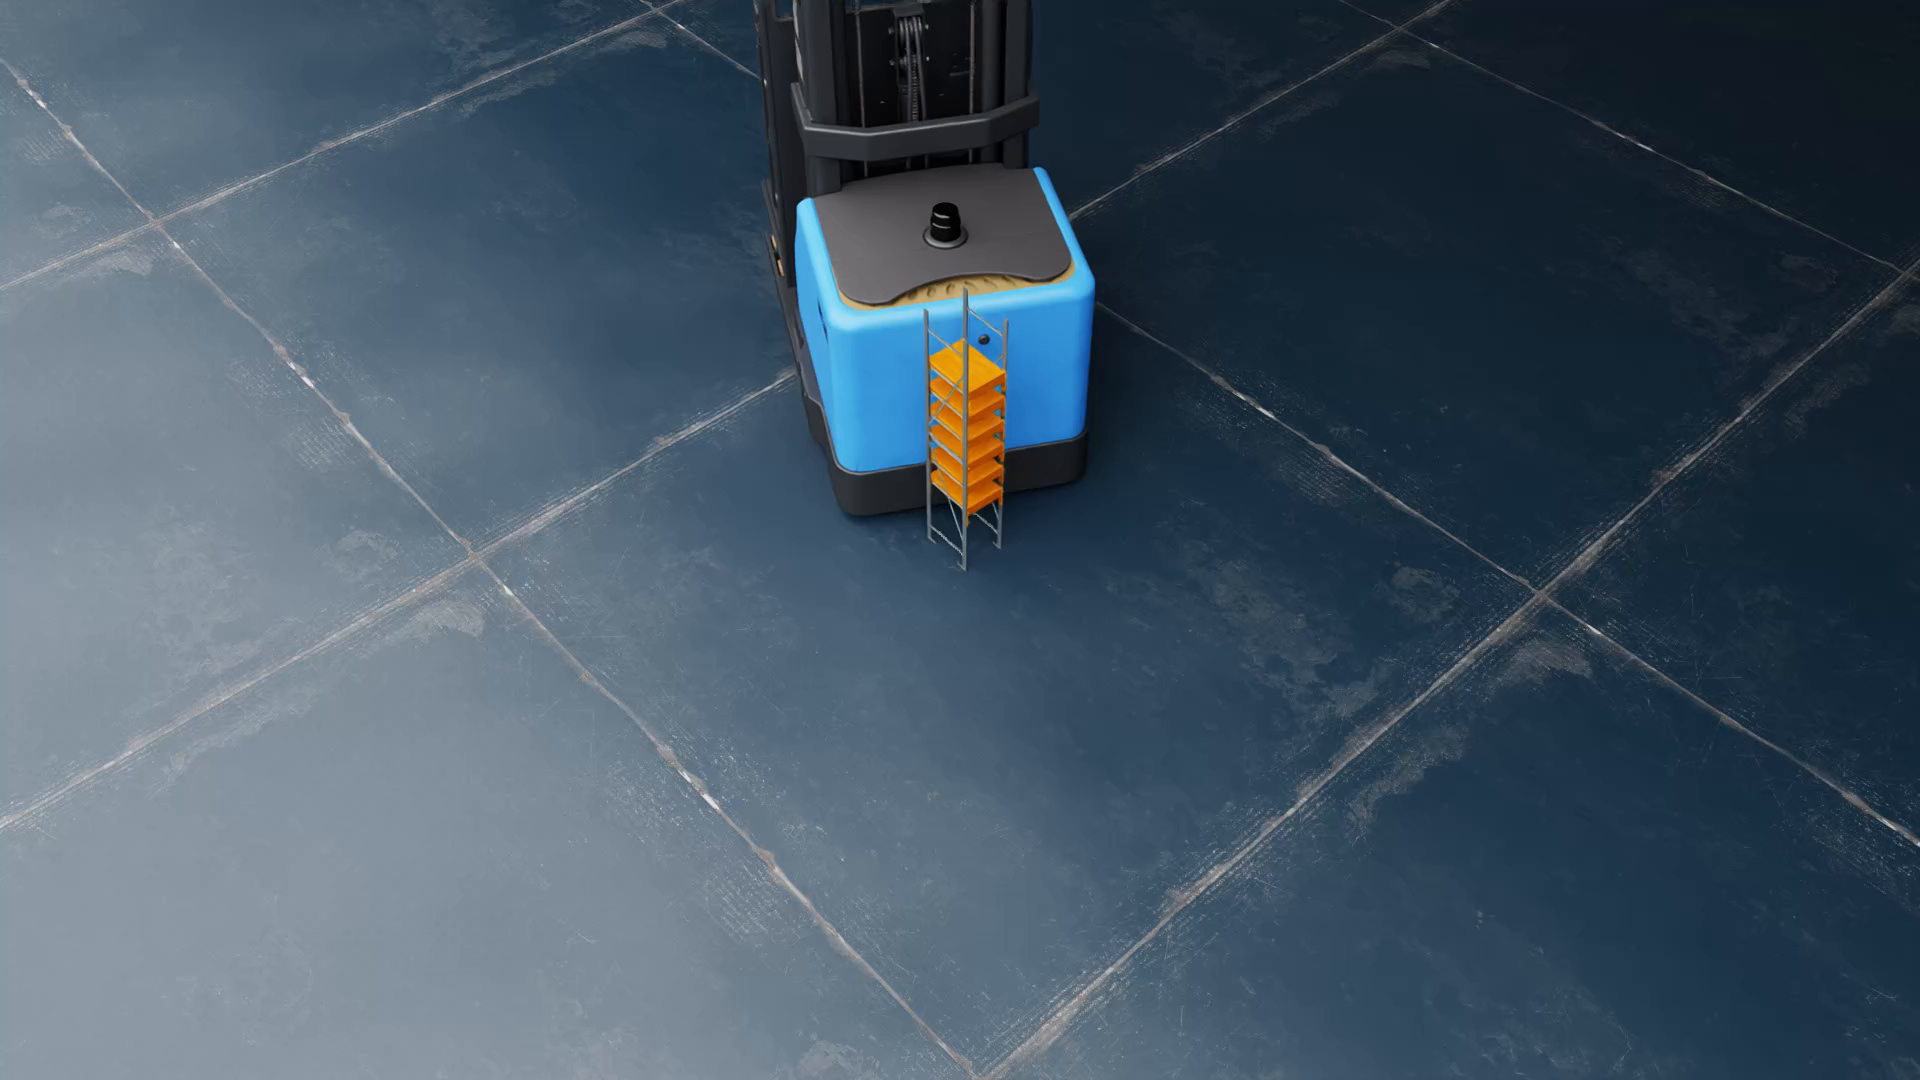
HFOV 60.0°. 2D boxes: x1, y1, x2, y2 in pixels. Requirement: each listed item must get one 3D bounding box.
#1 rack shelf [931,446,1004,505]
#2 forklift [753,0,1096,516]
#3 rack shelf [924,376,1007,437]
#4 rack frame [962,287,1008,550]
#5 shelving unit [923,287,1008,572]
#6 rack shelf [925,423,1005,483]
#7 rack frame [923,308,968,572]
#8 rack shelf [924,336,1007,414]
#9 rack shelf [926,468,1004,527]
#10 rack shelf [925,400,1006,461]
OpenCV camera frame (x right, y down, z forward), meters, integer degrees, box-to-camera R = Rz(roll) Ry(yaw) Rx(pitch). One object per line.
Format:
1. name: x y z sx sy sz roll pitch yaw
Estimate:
1. rack shelf: 0.019 -0.279 6.414 0.180 0.103 0.258 -32 55 -26
2. forklift: -0.304 -2.197 6.783 1.130 2.935 3.031 -10 48 -9
3. rack shelf: 0.020 -0.522 6.148 0.180 0.103 0.258 -32 55 -26
4. rack frame: 0.089 -0.433 6.332 0.006 1.200 0.240 -32 55 -26
5. shelving unit: 0.019 -0.390 6.292 0.189 1.200 0.258 -32 55 -26
6. rack shelf: 0.019 -0.360 6.325 0.180 0.103 0.258 -32 55 -26
7. rack frame: -0.051 -0.347 6.252 0.006 1.200 0.240 -32 55 -26
8. rack shelf: 0.020 -0.603 6.059 0.180 0.103 0.258 -32 55 -26
9. rack shelf: 0.019 -0.198 6.502 0.180 0.103 0.258 -32 55 -26
10. rack shelf: 0.019 -0.441 6.236 0.180 0.103 0.258 -32 55 -26
